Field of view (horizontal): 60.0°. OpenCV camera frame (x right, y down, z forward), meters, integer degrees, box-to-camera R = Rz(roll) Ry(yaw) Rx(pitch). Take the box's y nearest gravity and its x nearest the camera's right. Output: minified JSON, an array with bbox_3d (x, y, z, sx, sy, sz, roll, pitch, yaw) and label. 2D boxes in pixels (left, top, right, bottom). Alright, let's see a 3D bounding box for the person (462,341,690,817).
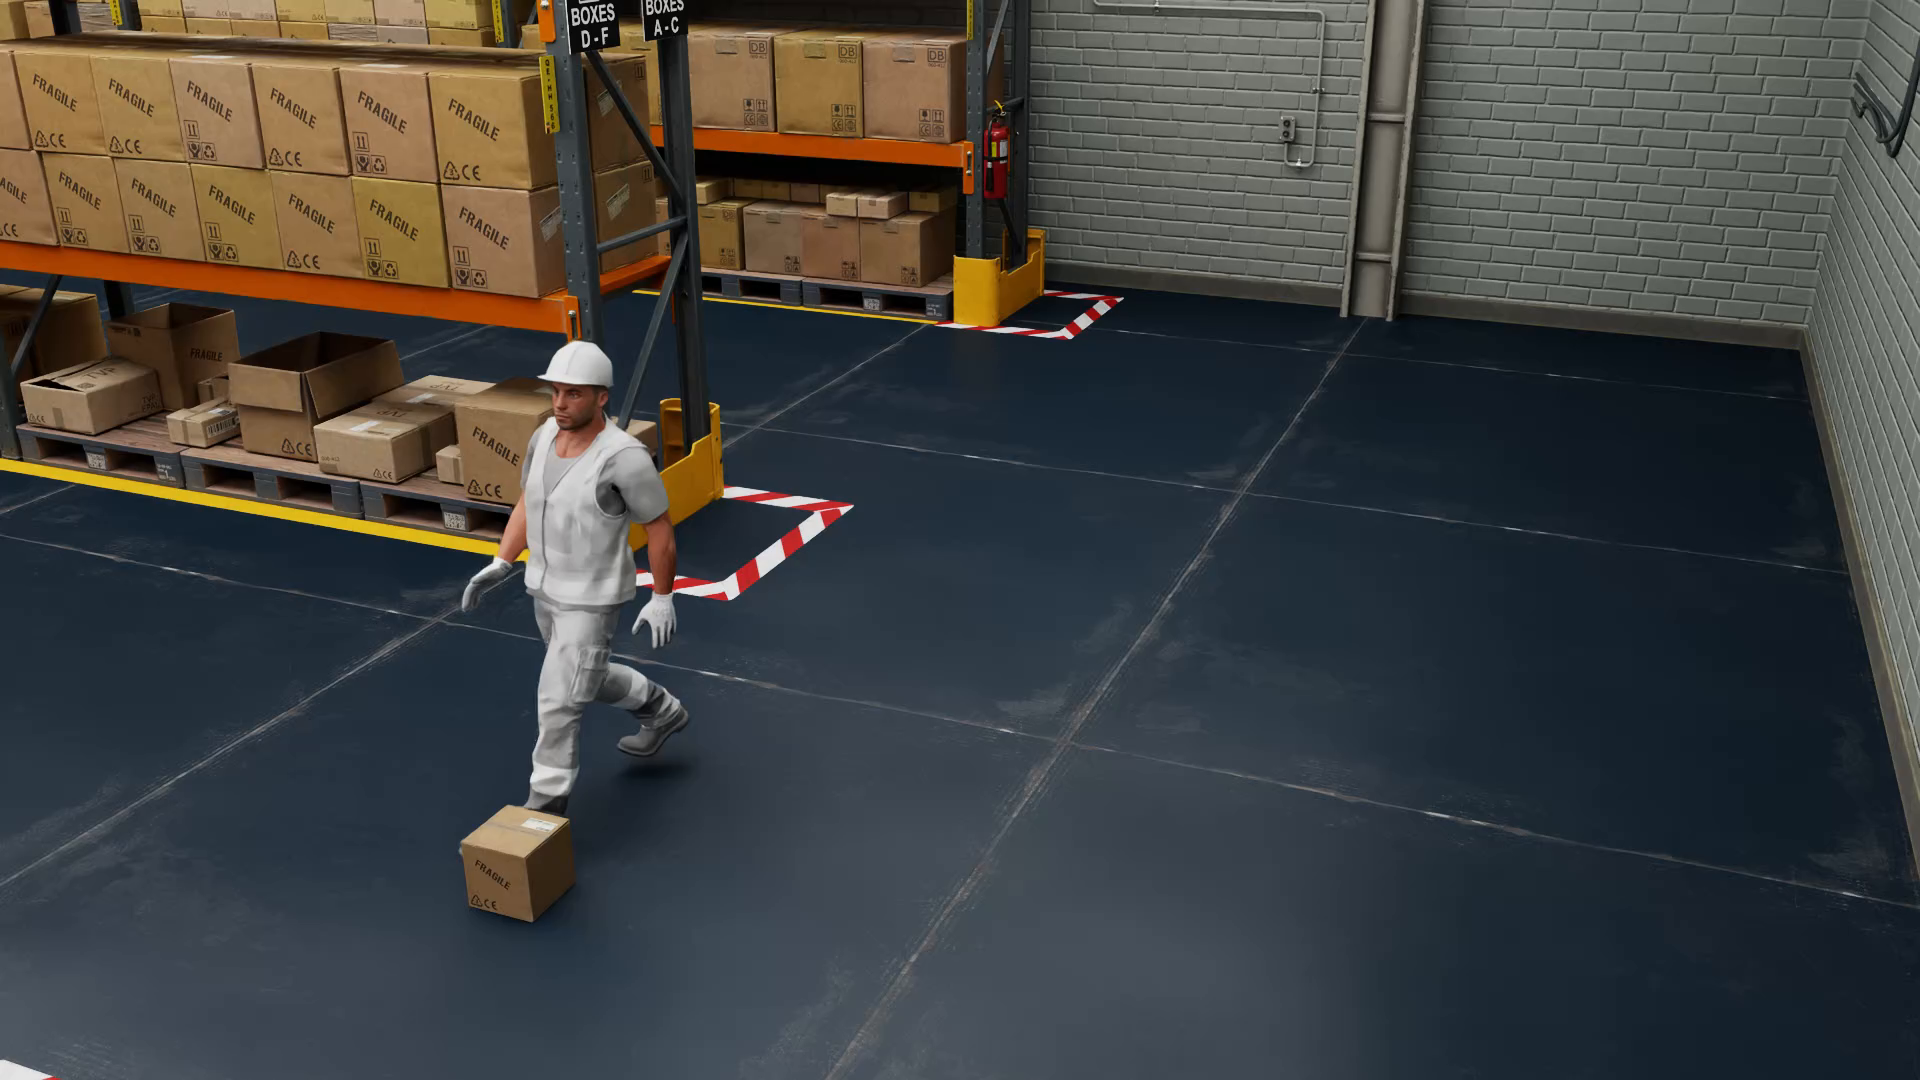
[{"bbox_3d":[-1.321,0.189,5.649,0.559,1.749,1.062,20,30,40],"label":"person"}]
